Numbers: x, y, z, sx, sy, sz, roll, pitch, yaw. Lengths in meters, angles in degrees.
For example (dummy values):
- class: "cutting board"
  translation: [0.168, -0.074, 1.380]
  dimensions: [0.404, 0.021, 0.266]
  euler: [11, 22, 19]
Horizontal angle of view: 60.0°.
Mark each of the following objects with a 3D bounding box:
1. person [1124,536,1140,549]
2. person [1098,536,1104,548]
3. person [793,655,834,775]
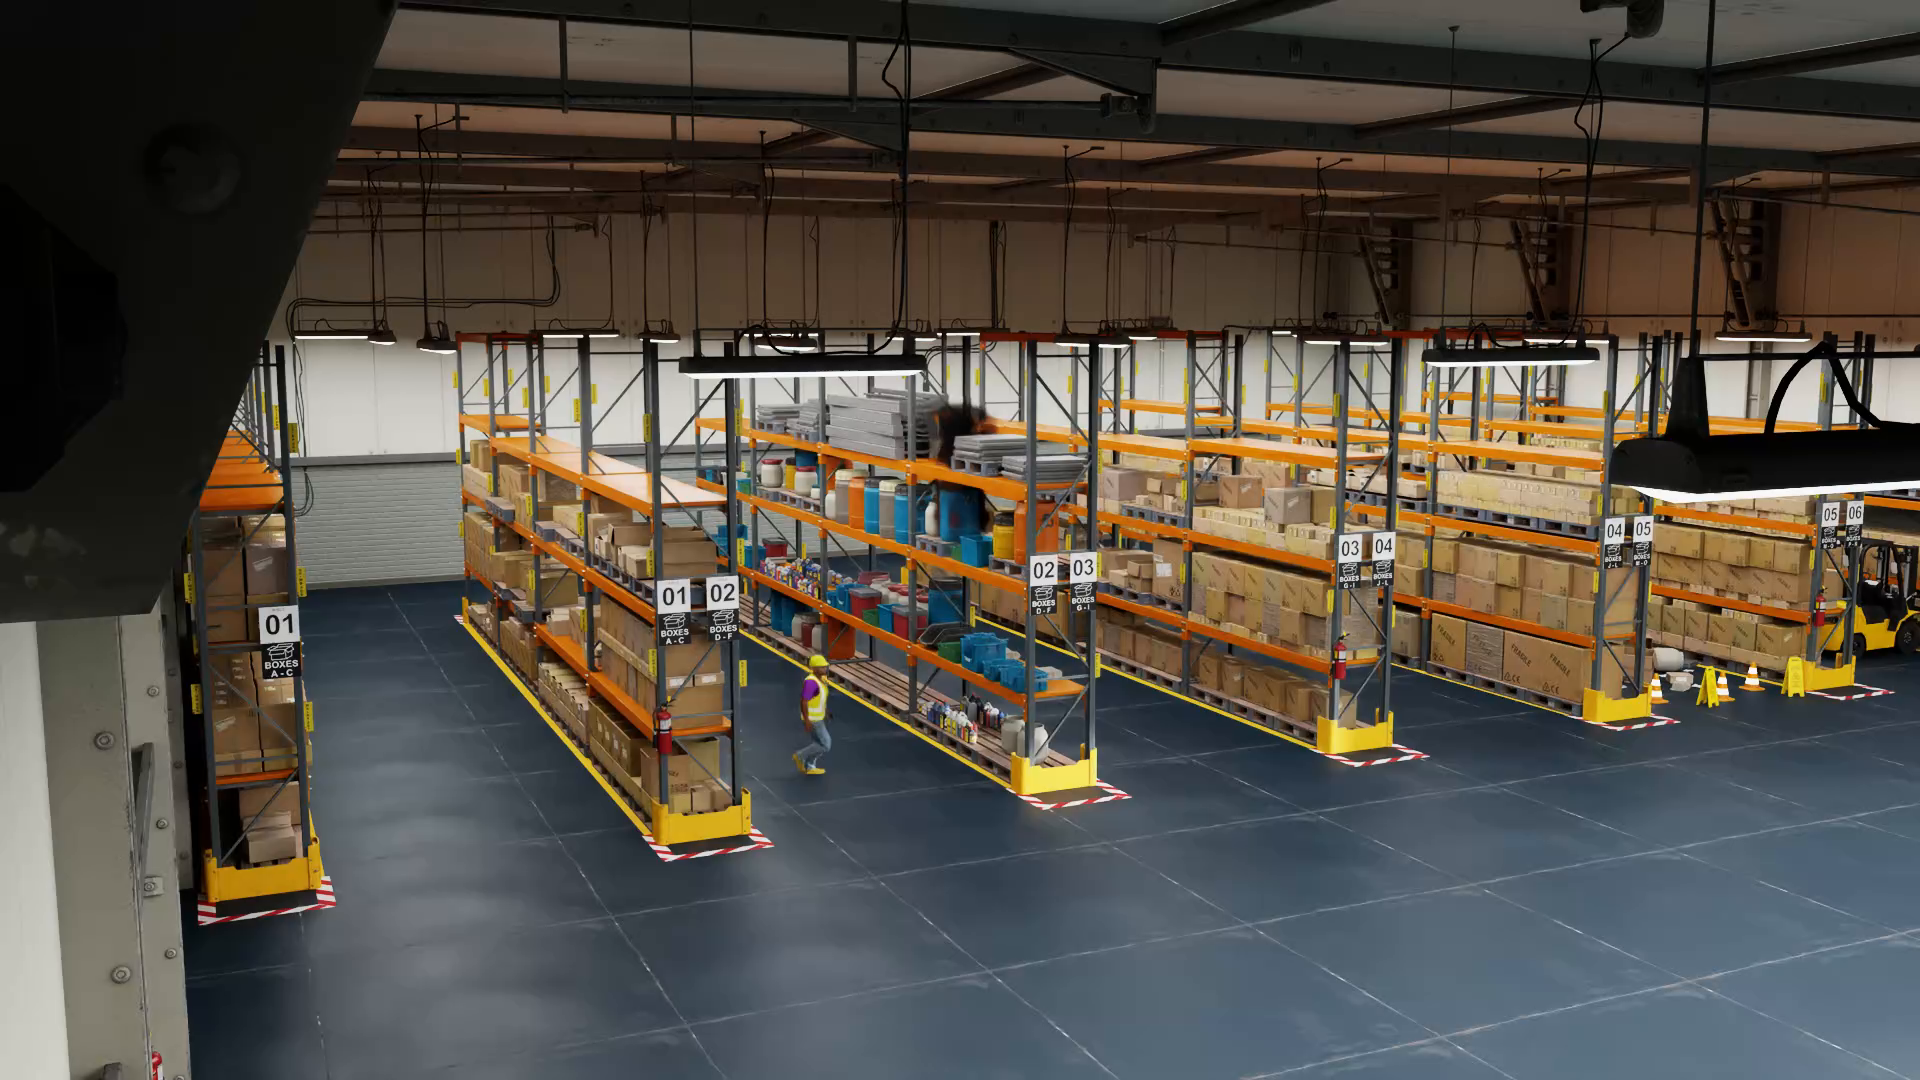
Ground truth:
- class: "person"
  translation: [4.644, -0.580, 44.836]
  dimensions: [0.677, 1.790, 0.713]
  euler: [5, 9, 35]
- class: "person"
  translation: [2.835, 0.697, 35.413]
  dimensions: [0.692, 1.733, 0.781]
  euler: [-1, 8, -10]
- class: "person"
  translation: [-2.004, 2.408, 22.678]
  dimensions: [0.543, 1.722, 0.730]
  euler: [1, 8, 4]
